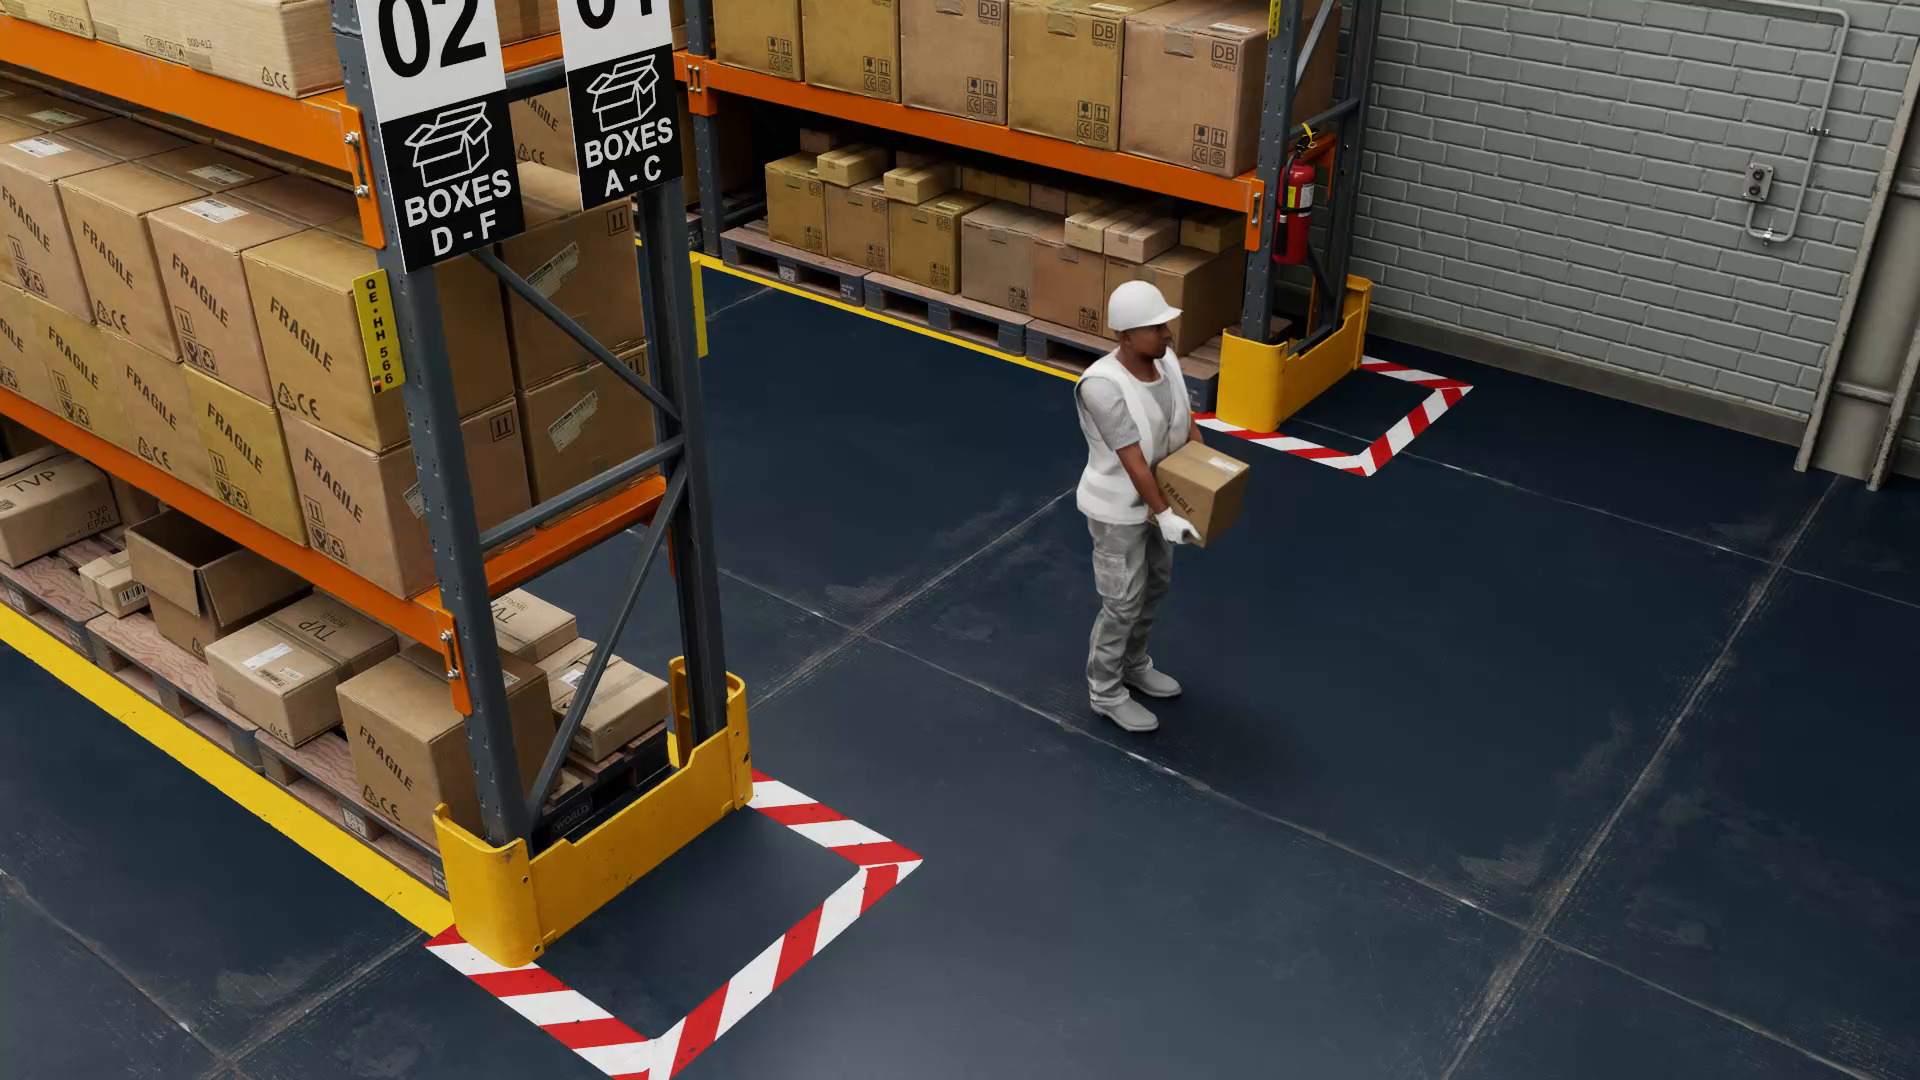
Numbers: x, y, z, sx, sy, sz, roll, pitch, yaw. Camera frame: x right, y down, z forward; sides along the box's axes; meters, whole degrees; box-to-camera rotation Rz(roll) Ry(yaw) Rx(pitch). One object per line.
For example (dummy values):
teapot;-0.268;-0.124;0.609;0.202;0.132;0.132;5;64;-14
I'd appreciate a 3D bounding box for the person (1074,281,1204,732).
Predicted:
person;0.741;-0.103;6.287;0.564;1.781;0.488;22;37;32
